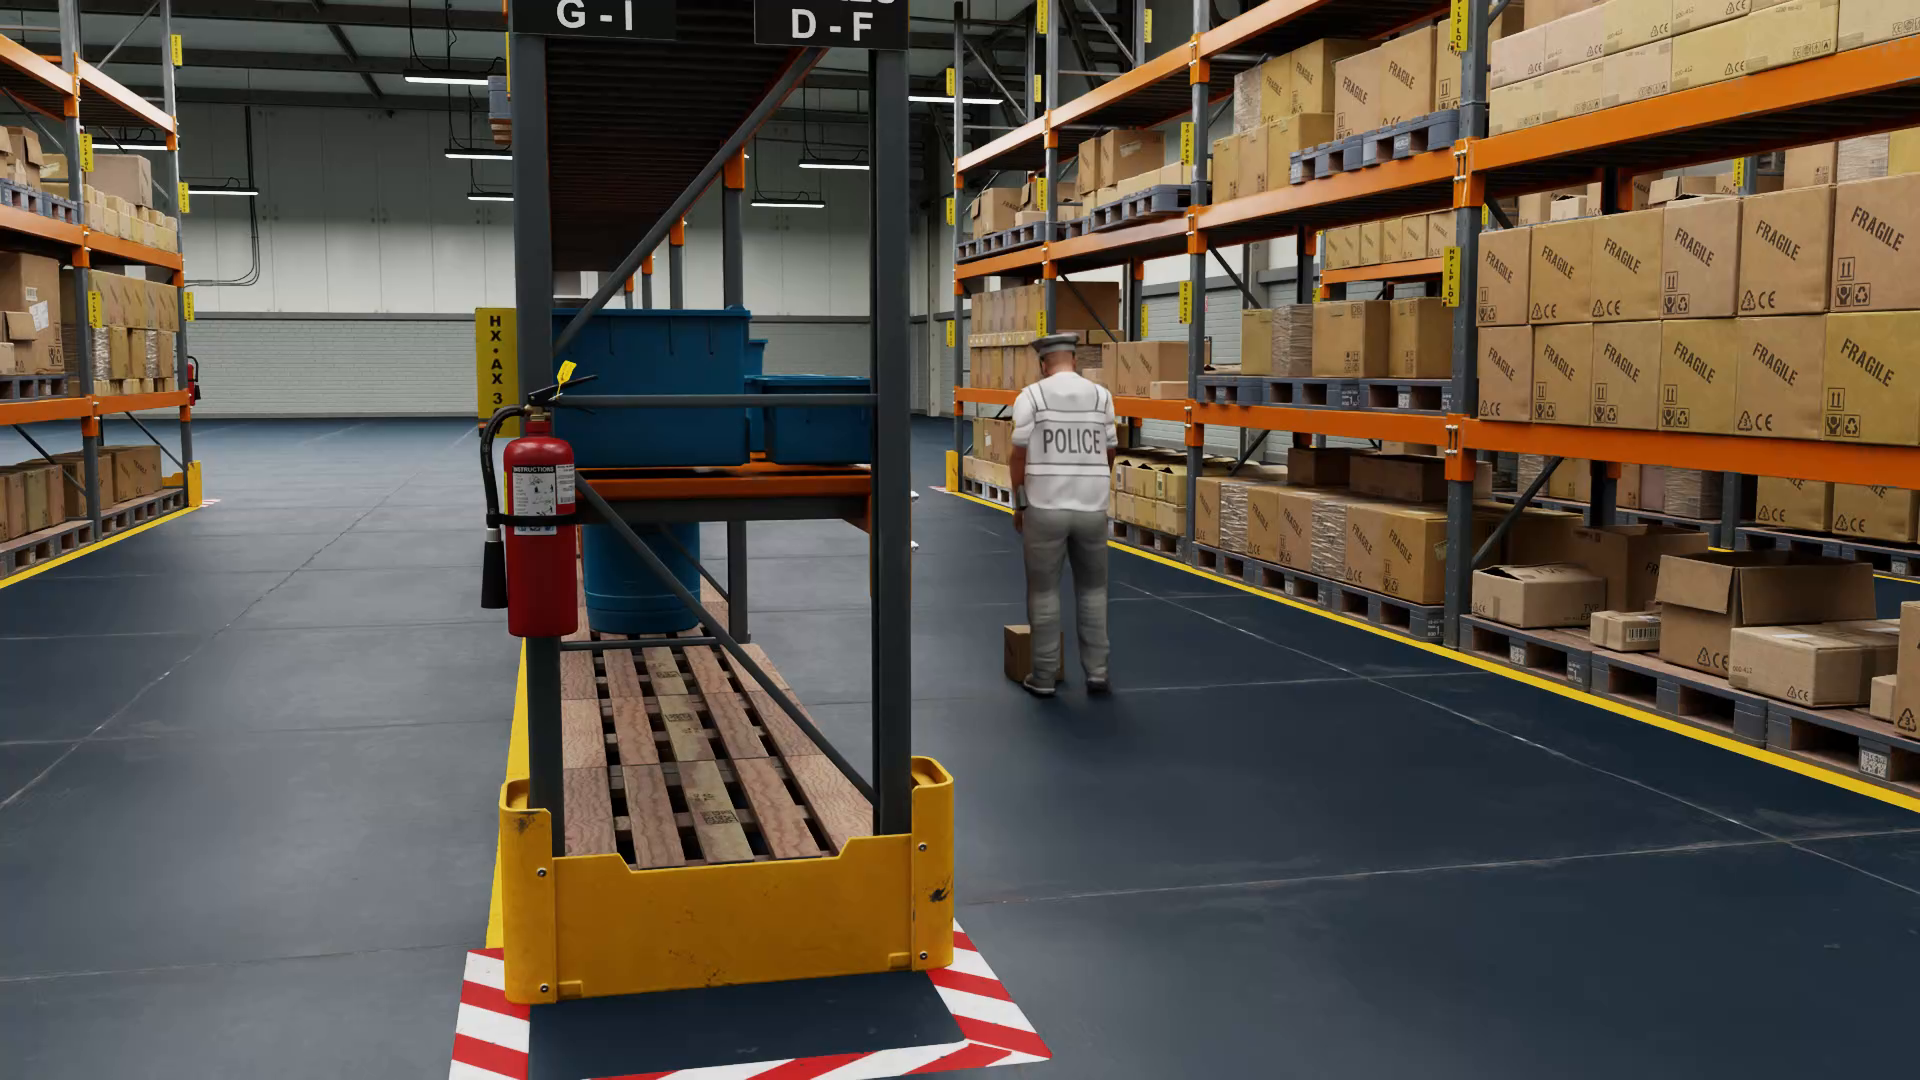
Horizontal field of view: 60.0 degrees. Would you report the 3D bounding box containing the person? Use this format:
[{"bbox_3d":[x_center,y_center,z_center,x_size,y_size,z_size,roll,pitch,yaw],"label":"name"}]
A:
[{"bbox_3d":[0.509,-0.089,8.101,0.582,1.820,0.564,-2,6,-15],"label":"person"}]
